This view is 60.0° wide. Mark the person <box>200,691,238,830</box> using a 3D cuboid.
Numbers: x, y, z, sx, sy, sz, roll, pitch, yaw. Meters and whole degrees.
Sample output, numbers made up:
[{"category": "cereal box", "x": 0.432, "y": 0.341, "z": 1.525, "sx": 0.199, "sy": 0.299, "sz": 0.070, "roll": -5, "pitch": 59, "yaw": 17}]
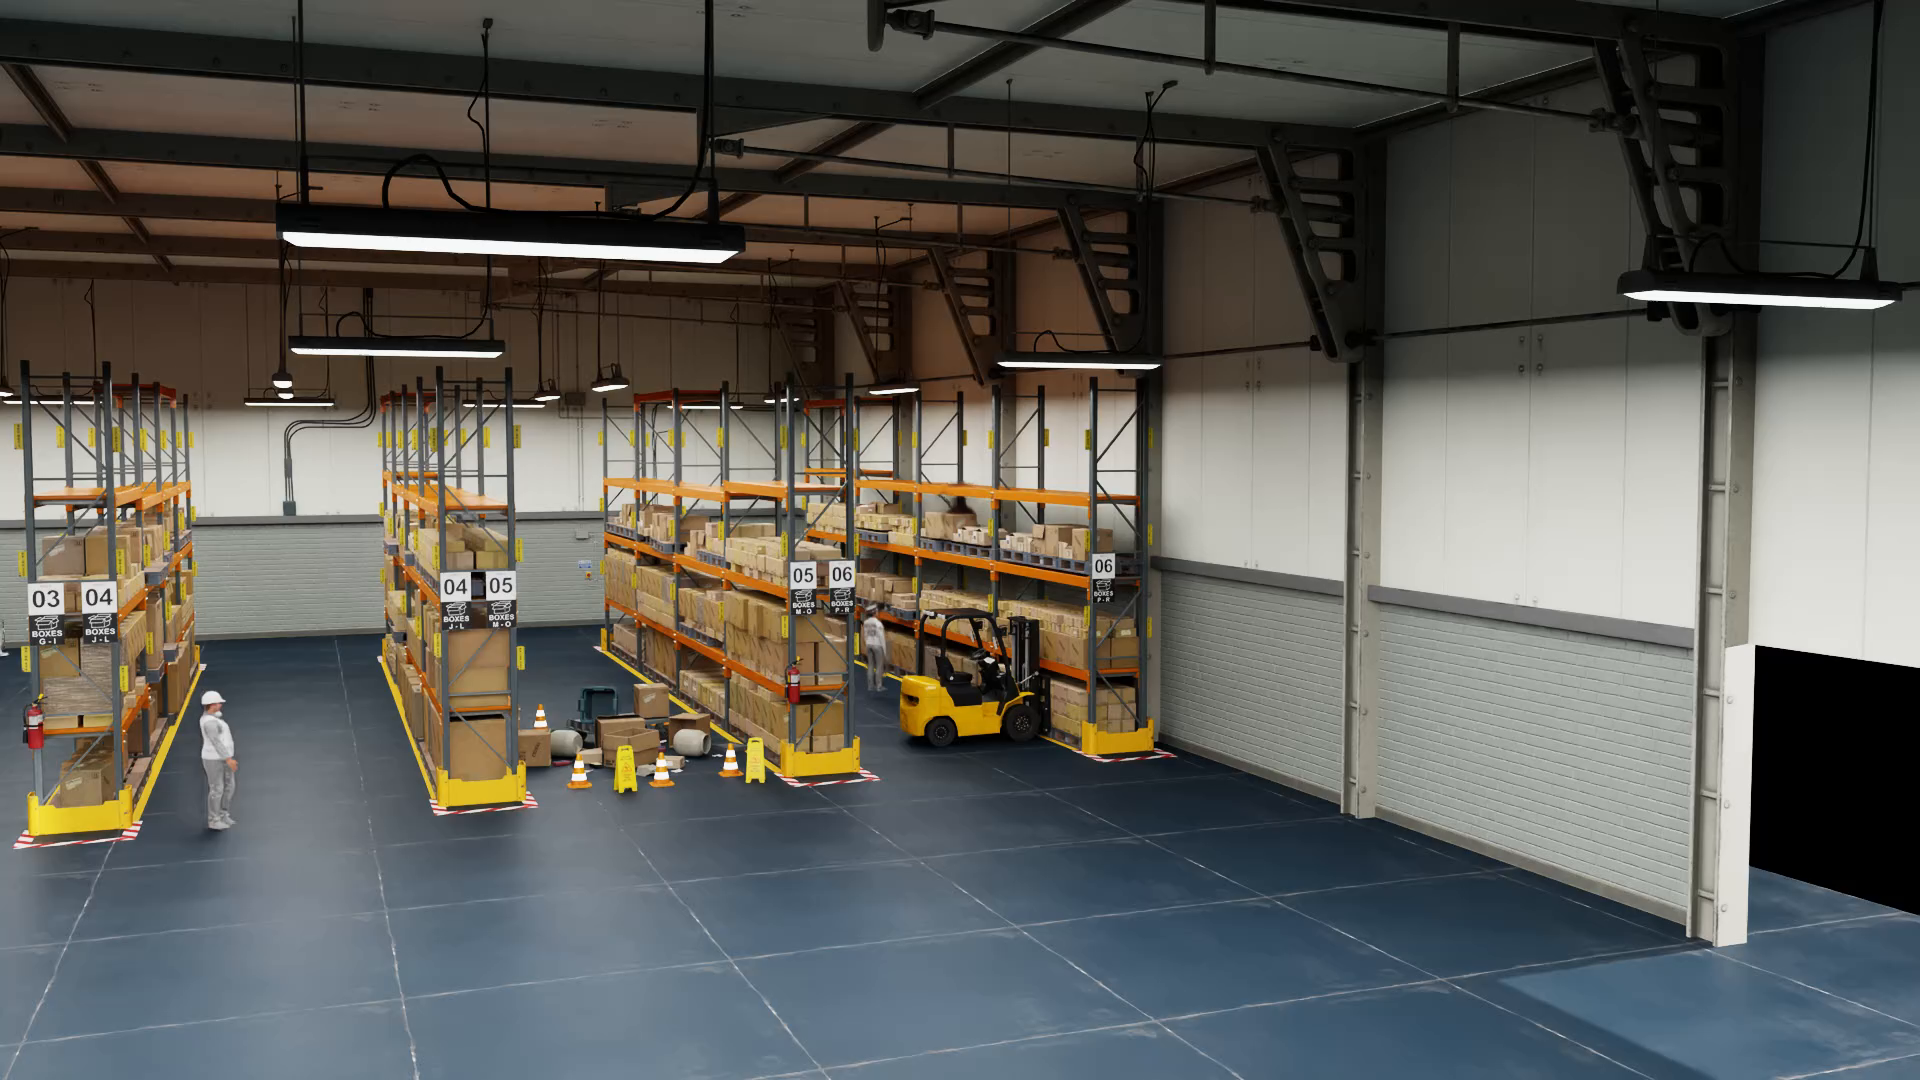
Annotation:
[{"category": "person", "x": -9.536, "y": 2.844, "z": 21.457, "sx": 0.579, "sy": 1.803, "sz": 0.592, "roll": 0, "pitch": 3, "yaw": -2}]

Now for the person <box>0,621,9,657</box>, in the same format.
[{"category": "person", "x": -22.312, "y": 1.832, "z": 38.117, "sx": 0.904, "sy": 1.745, "sz": 0.625, "roll": 0, "pitch": 3, "yaw": 4}]

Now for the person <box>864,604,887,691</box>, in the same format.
[{"category": "person", "x": -1.637, "y": 2.097, "z": 32.343, "sx": 0.542, "sy": 1.685, "sz": 0.393, "roll": 3, "pitch": 5, "yaw": 40}]
